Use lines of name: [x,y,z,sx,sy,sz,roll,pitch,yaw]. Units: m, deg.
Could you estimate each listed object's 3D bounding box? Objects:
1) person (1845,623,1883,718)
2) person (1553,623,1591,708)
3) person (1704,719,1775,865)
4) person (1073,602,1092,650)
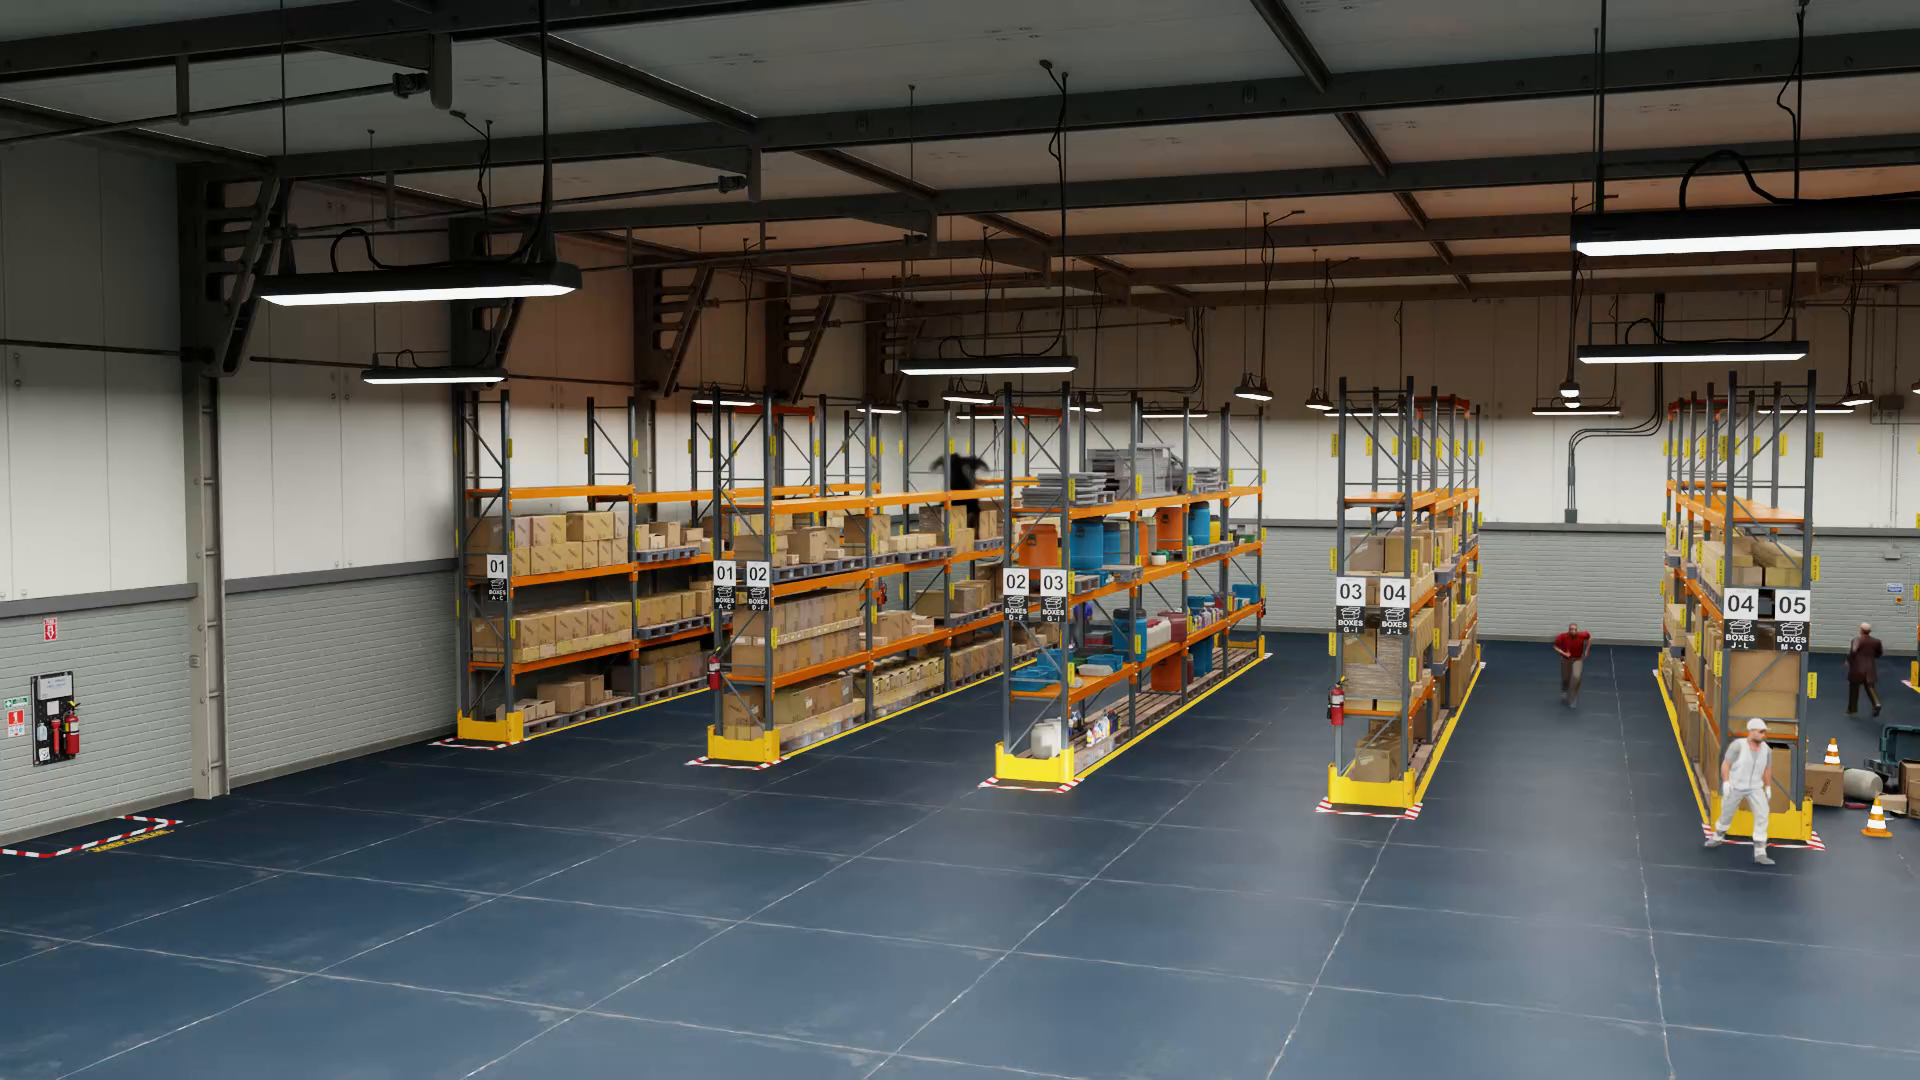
person: [16.688,2.401,30.697,0.691,1.752,1.063,0,3,6]
person: [11.944,2.427,32.510,0.713,1.700,1.001,1,3,10]
person: [9.558,3.015,20.272,0.697,1.728,0.997,0,3,1]
person: [2.866,2.028,38.867,0.474,1.610,0.803,1,3,11]
